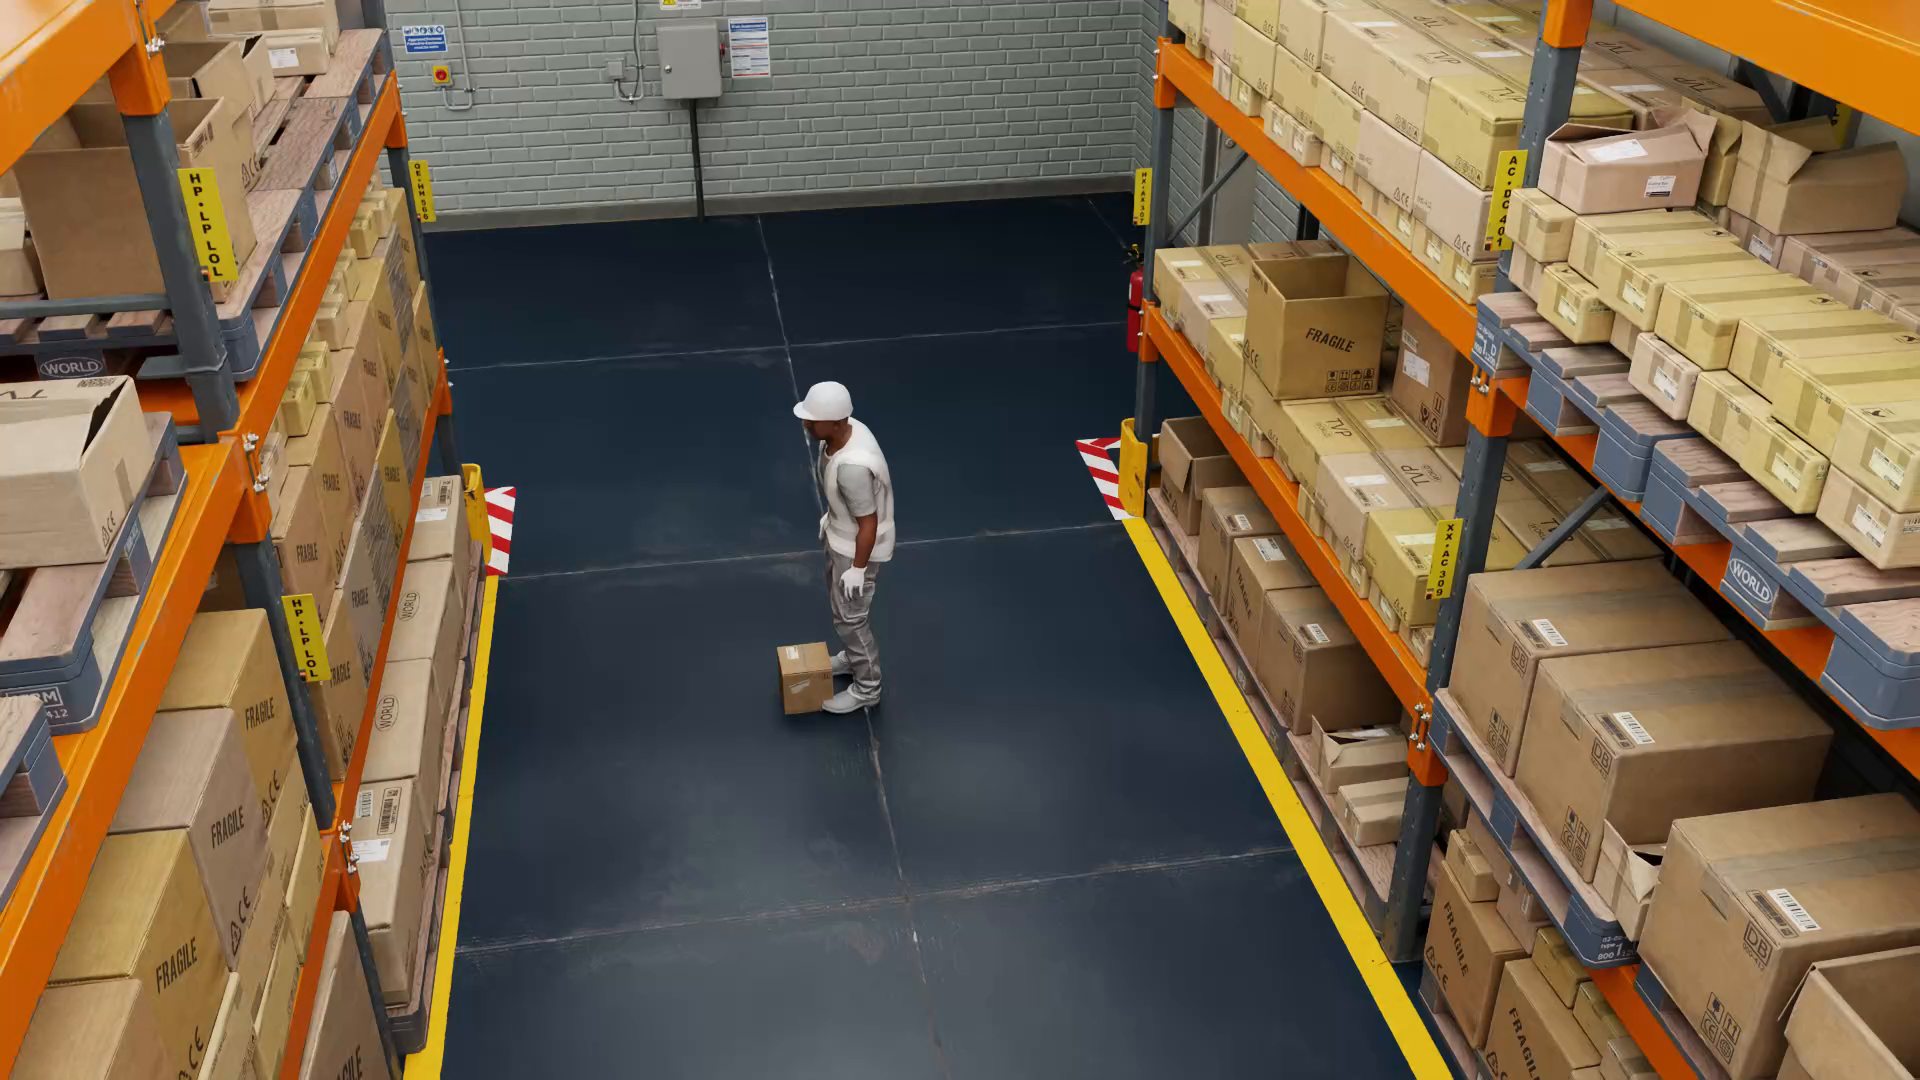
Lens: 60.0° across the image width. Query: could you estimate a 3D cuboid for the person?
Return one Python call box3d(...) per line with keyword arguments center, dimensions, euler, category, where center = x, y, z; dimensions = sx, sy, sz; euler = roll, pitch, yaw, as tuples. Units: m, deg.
box3d(center=(-0.552, 0.024, 8.088), dimensions=(0.451, 1.773, 0.627), euler=(-7, 31, -12), category="person")
